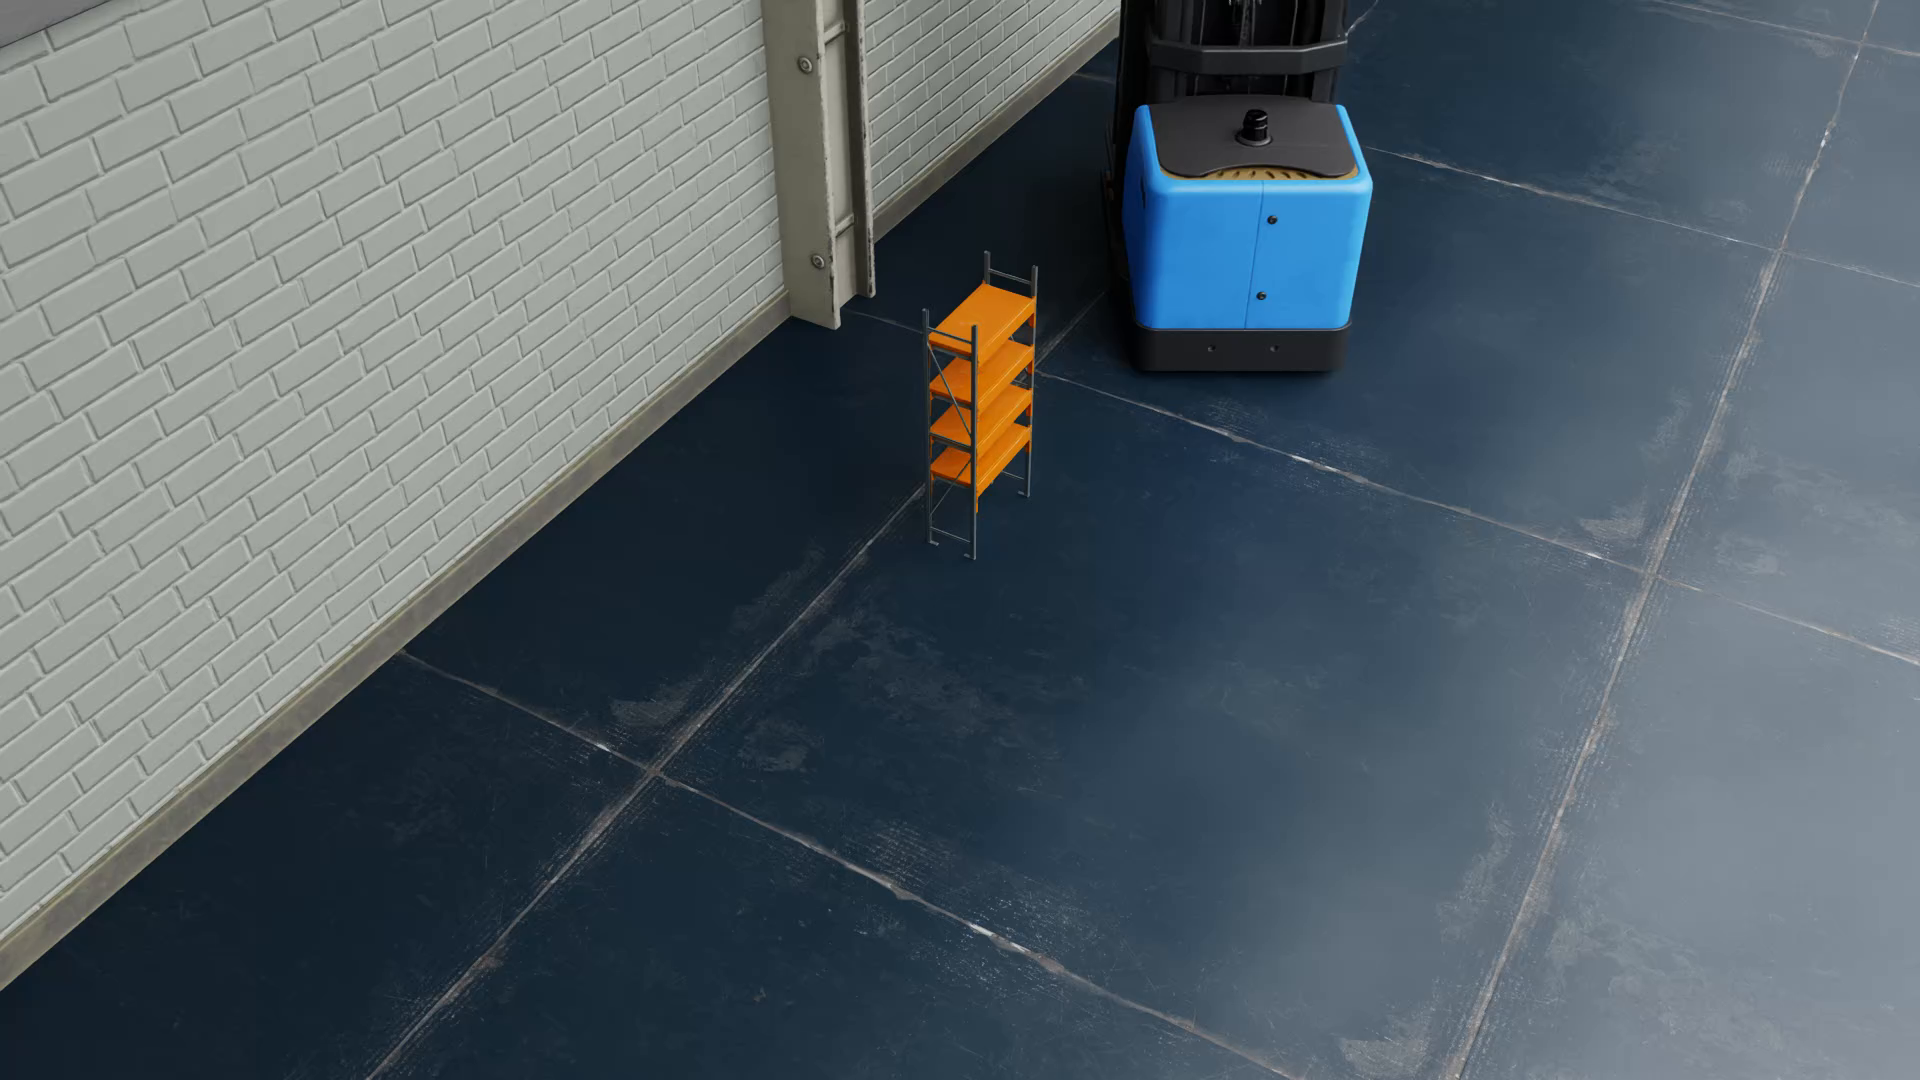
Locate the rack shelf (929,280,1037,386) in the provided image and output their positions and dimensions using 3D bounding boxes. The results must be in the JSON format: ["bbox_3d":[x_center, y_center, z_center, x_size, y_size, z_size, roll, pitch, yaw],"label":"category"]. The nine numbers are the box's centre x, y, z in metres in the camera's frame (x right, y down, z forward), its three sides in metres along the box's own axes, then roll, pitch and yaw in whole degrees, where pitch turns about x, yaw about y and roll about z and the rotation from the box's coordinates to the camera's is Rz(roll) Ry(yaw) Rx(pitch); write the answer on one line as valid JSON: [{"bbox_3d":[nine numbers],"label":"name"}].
[{"bbox_3d":[0.083,-0.840,6.701,0.258,0.148,0.480,21,45,22],"label":"rack shelf"}]

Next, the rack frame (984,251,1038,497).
[{"bbox_3d":[0.205,-0.685,7.120,0.240,1.200,0.015,21,45,22],"label":"rack frame"}]

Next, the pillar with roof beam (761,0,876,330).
[{"bbox_3d":[3.057,-3.187,4.060,9.100,9.000,0.400,21,45,22],"label":"pillar with roof beam"}]

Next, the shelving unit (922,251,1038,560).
[{"bbox_3d":[0.083,-0.545,6.961,0.258,1.200,0.503,21,45,22],"label":"shelving unit"}]

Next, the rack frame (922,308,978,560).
[{"bbox_3d":[-0.039,-0.405,6.802,0.240,1.200,0.015,21,45,22],"label":"rack frame"}]

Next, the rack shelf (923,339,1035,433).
[{"bbox_3d":[0.083,-0.662,6.858,0.258,0.148,0.480,21,45,22],"label":"rack shelf"}]

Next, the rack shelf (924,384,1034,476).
[{"bbox_3d":[0.083,-0.495,7.005,0.258,0.148,0.480,21,45,22],"label":"rack shelf"}]

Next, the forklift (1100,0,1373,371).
[{"bbox_3d":[1.358,-2.865,8.286,1.130,2.935,3.031,0,41,0],"label":"forklift"}]

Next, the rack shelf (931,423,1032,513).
[{"bbox_3d":[0.083,-0.345,7.137,0.258,0.148,0.480,21,45,22],"label":"rack shelf"}]
